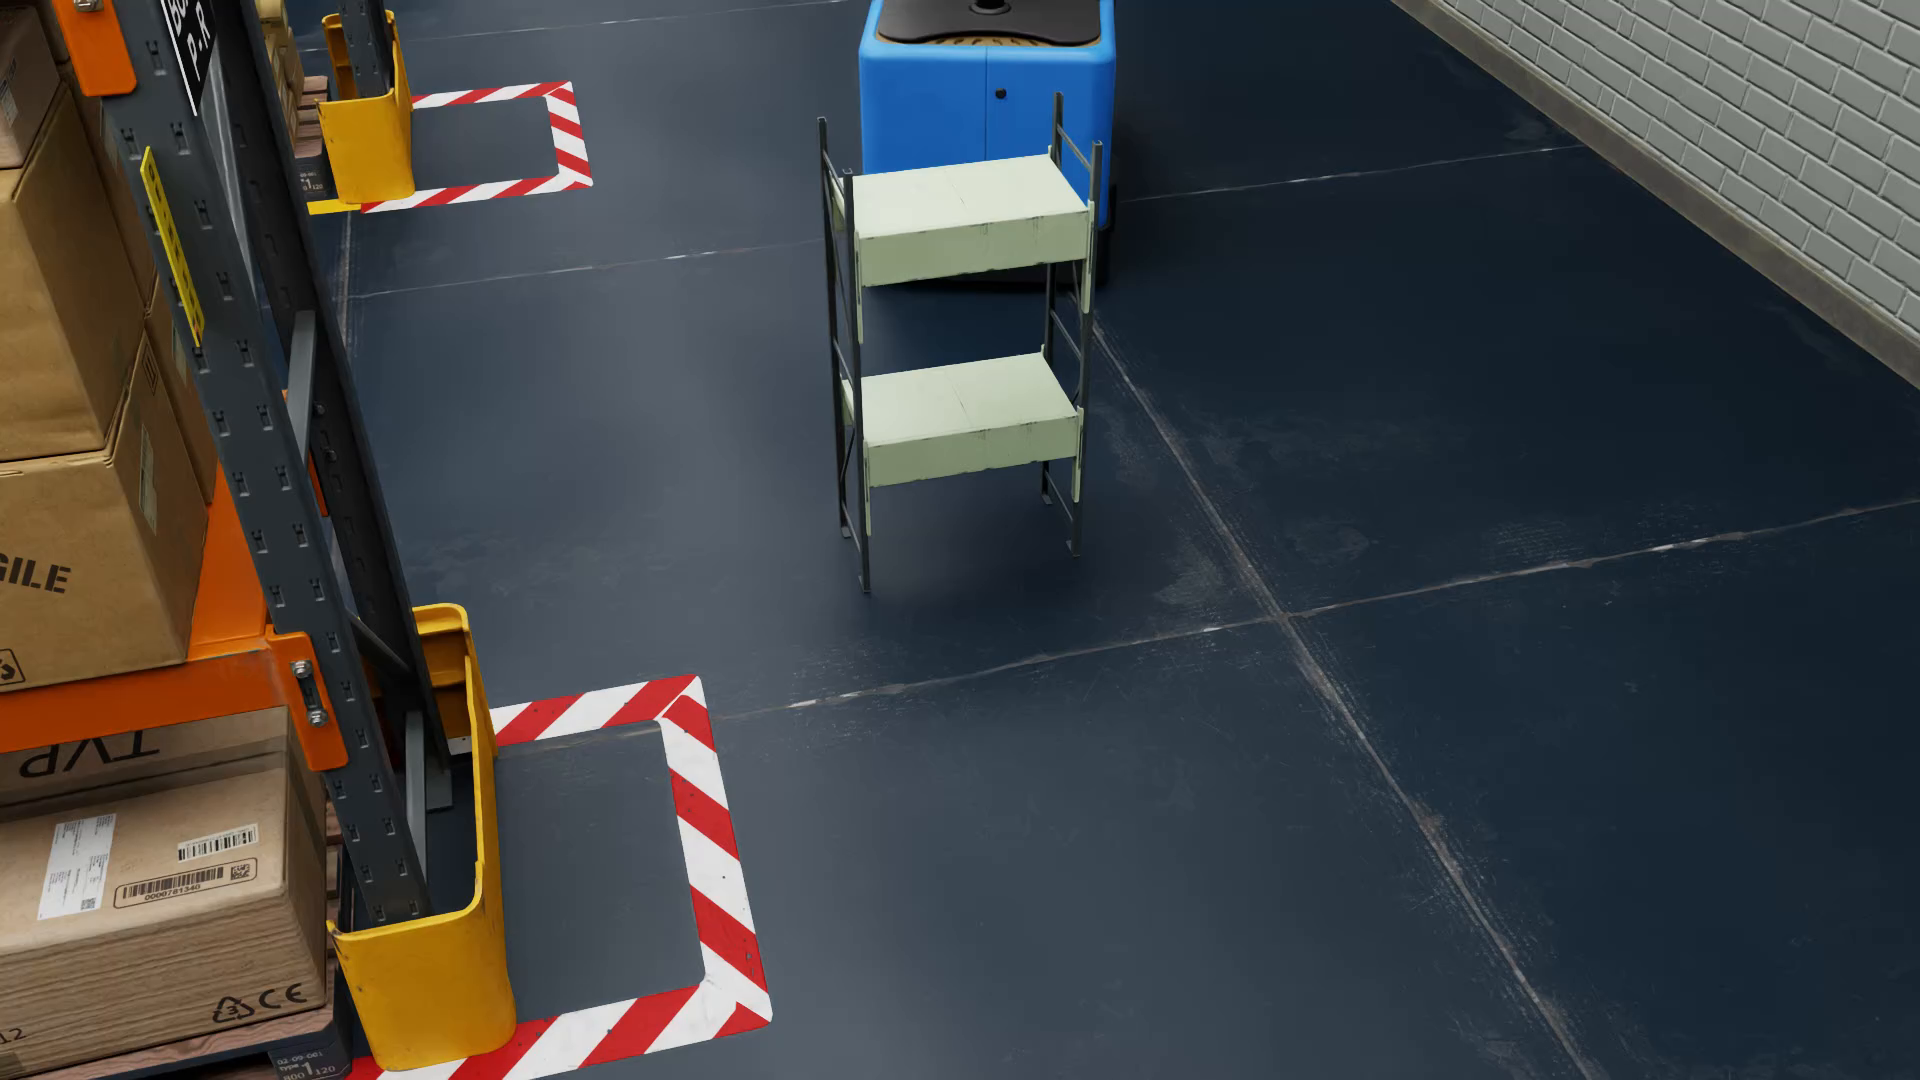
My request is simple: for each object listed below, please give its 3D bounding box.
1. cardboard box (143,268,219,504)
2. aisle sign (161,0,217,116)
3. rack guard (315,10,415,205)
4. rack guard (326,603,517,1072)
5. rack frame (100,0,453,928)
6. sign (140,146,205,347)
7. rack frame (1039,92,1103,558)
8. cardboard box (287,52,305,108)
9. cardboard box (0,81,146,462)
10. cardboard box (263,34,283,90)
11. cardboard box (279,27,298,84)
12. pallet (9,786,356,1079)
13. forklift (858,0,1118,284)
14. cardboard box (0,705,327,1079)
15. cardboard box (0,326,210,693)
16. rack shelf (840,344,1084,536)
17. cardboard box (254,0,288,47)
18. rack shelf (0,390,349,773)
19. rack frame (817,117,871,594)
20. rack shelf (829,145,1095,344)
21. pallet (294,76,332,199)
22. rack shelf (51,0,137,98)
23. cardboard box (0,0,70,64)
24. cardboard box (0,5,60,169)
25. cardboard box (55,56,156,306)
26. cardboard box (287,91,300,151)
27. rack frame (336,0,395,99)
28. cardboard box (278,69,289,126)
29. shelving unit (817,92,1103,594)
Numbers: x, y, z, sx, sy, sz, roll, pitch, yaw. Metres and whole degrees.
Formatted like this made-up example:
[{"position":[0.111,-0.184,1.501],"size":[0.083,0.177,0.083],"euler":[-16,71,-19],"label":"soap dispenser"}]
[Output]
[{"position":[-1.974,-0.383,3.700],"size":[0.500,0.500,0.500],"euler":[-10,38,-12],"label":"cardboard box"},{"position":[-1.285,-1.113,2.597],"size":[0.004,0.787,0.394],"euler":[-9,38,-12],"label":"aisle sign"},{"position":[-2.897,-2.134,8.128],"size":[0.348,0.500,1.175],"euler":[-9,38,-12],"label":"rack guard"},{"position":[-1.412,0.738,4.374],"size":[0.348,0.500,1.175],"euler":[-9,38,-12],"label":"rack guard"},{"position":[-1.435,-0.251,3.610],"size":[0.127,3.000,1.000],"euler":[-9,38,-12],"label":"rack frame"},{"position":[-1.307,-0.485,2.767],"size":[0.005,0.325,0.100],"euler":[-9,38,-12],"label":"sign"},{"position":[0.347,-0.653,5.369],"size":[0.023,1.500,0.400],"euler":[-9,38,-12],"label":"rack frame"},{"position":[-3.413,-2.278,8.260],"size":[0.250,0.149,0.380],"euler":[-9,38,-11],"label":"cardboard box"},{"position":[-1.839,-0.472,2.993],"size":[0.500,0.500,0.500],"euler":[-8,38,-10],"label":"cardboard box"},{"position":[-3.269,-2.177,7.638],"size":[0.250,0.149,0.380],"euler":[-9,38,-11],"label":"cardboard box"},{"position":[-3.396,-2.359,8.121],"size":[0.250,0.149,0.380],"euler":[-8,38,-10],"label":"cardboard box"},{"position":[-2.187,1.029,4.231],"size":[1.213,0.211,1.003],"euler":[-9,38,-12],"label":"pallet"},{"position":[0.180,-3.125,7.422],"size":[1.130,2.935,3.031],"euler":[2,37,2],"label":"forklift"},{"position":[-2.047,0.763,4.047],"size":[0.875,0.438,0.875],"euler":[-11,39,-13],"label":"cardboard box"},{"position":[-1.832,-0.059,3.276],"size":[0.500,0.500,0.500],"euler":[-9,38,-12],"label":"cardboard box"},{"position":[-0.006,-0.336,5.491],"size":[0.720,0.370,0.431],"euler":[-9,38,-12],"label":"rack shelf"},{"position":[-3.418,-2.526,8.094],"size":[0.250,0.149,0.380],"euler":[-11,39,-14],"label":"cardboard box"},{"position":[-3.366,0.351,3.414],"size":[4.000,0.370,1.077],"euler":[-9,38,-12],"label":"rack shelf"},{"position":[-0.360,-0.537,5.217],"size":[0.023,1.500,0.400],"euler":[-9,38,-12],"label":"rack frame"},{"position":[-0.006,-0.905,5.056],"size":[0.720,0.370,0.431],"euler":[-9,38,-12],"label":"rack shelf"},{"position":[-3.691,-1.911,8.075],"size":[1.213,0.211,1.003],"euler":[-9,38,-12],"label":"pallet"},{"position":[-3.366,-0.840,2.503],"size":[4.000,0.370,1.077],"euler":[-9,38,-12],"label":"rack shelf"},{"position":[-1.850,-1.052,3.217],"size":[0.250,0.149,0.380],"euler":[-9,38,-11],"label":"cardboard box"},{"position":[-1.730,-0.771,2.851],"size":[0.250,0.149,0.380],"euler":[-9,38,-11],"label":"cardboard box"},{"position":[-1.973,-0.779,3.395],"size":[0.500,0.500,0.500],"euler":[-10,39,-13],"label":"cardboard box"},{"position":[-3.277,-1.968,7.854],"size":[0.250,0.149,0.380],"euler":[-9,38,-11],"label":"cardboard box"},{"position":[-2.824,-3.139,7.384],"size":[0.127,3.000,1.000],"euler":[-9,38,-12],"label":"rack frame"},{"position":[-3.259,-2.040,7.704],"size":[0.250,0.149,0.380],"euler":[-10,39,-13],"label":"cardboard box"},{"position":[-0.006,-0.595,5.293],"size":[0.755,1.500,0.431],"euler":[-9,38,-12],"label":"shelving unit"}]
